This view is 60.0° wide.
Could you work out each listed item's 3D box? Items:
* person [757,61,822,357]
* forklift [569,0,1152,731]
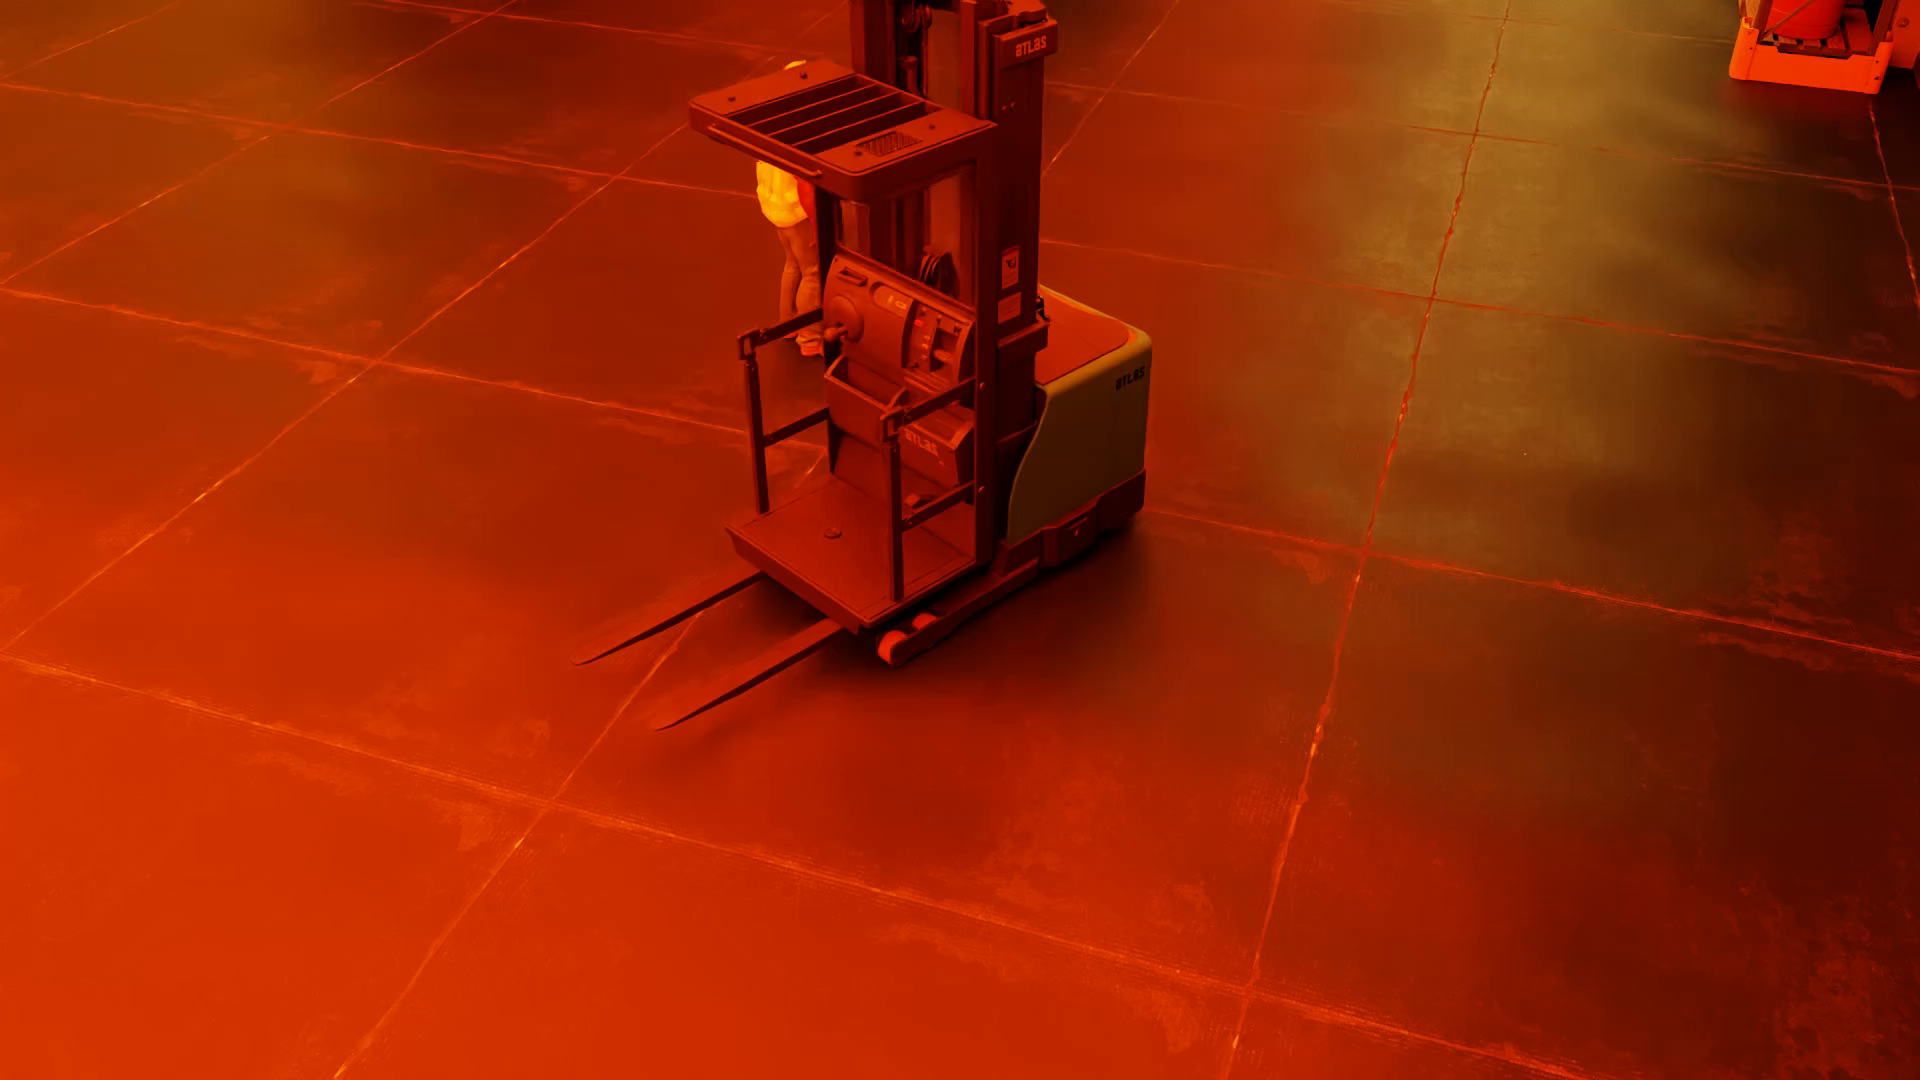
[{"bbox_3d":[-0.950,-1.974,9.911,0.462,1.759,0.631,-16,38,-22],"label":"person"},{"bbox_3d":[-0.443,-0.944,7.442,3.031,2.935,1.130,-29,45,-34],"label":"forklift"}]
